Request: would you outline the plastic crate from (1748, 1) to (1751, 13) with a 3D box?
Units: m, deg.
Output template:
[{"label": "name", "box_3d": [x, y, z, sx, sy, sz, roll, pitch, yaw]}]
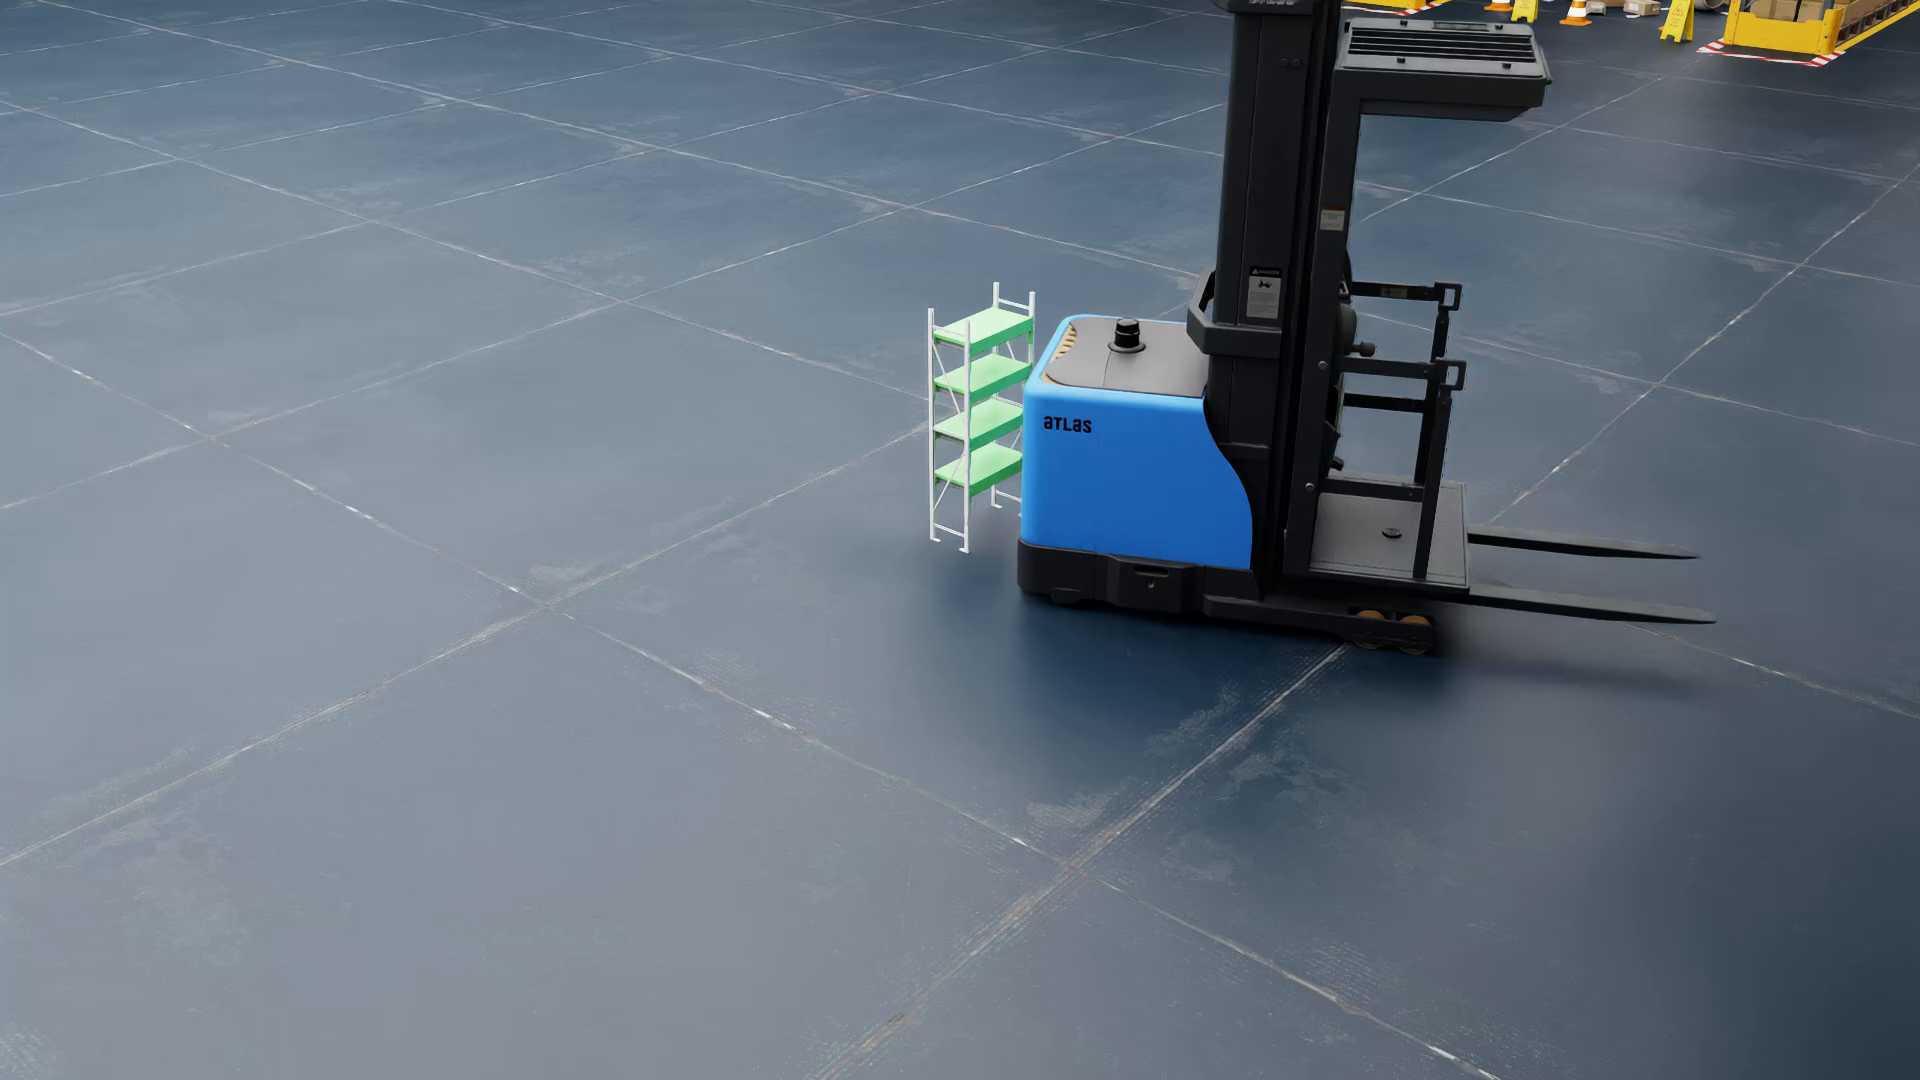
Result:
[{"label": "plastic crate", "box_3d": [10.362, -6.835, 21.375, 0.402, 0.080, 0.583, 9, 29, 17]}]

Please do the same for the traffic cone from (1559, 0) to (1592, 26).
[{"label": "traffic cone", "box_3d": [7.654, -6.637, 20.576, 0.336, 0.463, 0.334, 21, 34, 34]}]

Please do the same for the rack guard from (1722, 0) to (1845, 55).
[{"label": "rack guard", "box_3d": [9.497, -5.947, 19.202, 1.175, 0.500, 0.348, 21, 34, 34]}]

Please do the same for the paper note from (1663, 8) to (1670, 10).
[{"label": "paper note", "box_3d": [9.170, -6.881, 21.530, 0.142, 0.019, 0.148, -15, 31, -27]}]

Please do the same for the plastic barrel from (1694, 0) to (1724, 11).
[{"label": "plastic barrel", "box_3d": [9.595, -7.061, 21.438, 0.421, 0.421, 0.512, -5, 28, -9]}]

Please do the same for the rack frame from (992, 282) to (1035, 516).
[{"label": "rack frame", "box_3d": [0.261, -0.678, 8.255, 0.240, 1.200, 0.015, 21, 34, 34]}]

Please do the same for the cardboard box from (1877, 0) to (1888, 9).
[{"label": "cardboard box", "box_3d": [11.167, -6.755, 20.579, 0.500, 0.250, 0.500, 21, 34, 35]}]

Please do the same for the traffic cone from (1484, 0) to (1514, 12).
[{"label": "traffic cone", "box_3d": [6.999, -7.088, 21.447, 0.336, 0.463, 0.334, 21, 34, 34]}]

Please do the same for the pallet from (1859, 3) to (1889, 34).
[{"label": "pallet", "box_3d": [10.818, -6.527, 20.638, 1.003, 0.211, 1.213, 21, 34, 34]}]

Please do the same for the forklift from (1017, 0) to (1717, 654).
[{"label": "forklift", "box_3d": [1.839, -1.072, 7.132, 3.031, 2.935, 1.130, 7, 28, 12]}]

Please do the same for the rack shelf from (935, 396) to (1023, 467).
[{"label": "rack shelf", "box_3d": [0.105, -0.535, 8.117, 0.258, 0.148, 0.480, 21, 34, 34]}]

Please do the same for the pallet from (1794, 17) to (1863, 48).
[{"label": "pallet", "box_3d": [10.041, -6.097, 19.805, 1.003, 0.211, 1.213, 21, 34, 34]}]

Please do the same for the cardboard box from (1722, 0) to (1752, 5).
[{"label": "cardboard box", "box_3d": [10.262, -7.357, 21.925, 0.500, 0.500, 0.500, -5, 28, -9]}]

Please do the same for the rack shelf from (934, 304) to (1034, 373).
[{"label": "rack shelf", "box_3d": [0.105, -0.961, 7.897, 0.258, 0.148, 0.480, 21, 34, 34]}]

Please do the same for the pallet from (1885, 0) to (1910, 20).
[{"label": "pallet", "box_3d": [11.593, -6.962, 21.477, 1.003, 0.211, 1.213, 21, 34, 34]}]

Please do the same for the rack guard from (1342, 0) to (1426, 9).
[{"label": "rack guard", "box_3d": [5.550, -7.323, 21.861, 1.175, 0.500, 0.348, 21, 34, 34]}]

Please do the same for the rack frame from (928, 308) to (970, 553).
[{"label": "rack frame", "box_3d": [-0.050, -0.505, 7.921, 0.240, 1.200, 0.015, 21, 34, 34]}]

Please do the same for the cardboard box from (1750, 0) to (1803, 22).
[{"label": "cardboard box", "box_3d": [9.771, -6.369, 19.833, 0.500, 0.250, 0.500, 21, 34, 34]}]

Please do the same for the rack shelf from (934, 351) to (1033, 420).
[{"label": "rack shelf", "box_3d": [0.105, -0.748, 8.007, 0.258, 0.148, 0.480, 21, 34, 34]}]

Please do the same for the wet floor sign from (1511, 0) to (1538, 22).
[{"label": "wet floor sign", "box_3d": [7.075, -6.807, 20.705, 0.267, 0.644, 0.232, 15, 31, 26]}]

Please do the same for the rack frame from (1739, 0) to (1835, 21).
[{"label": "rack frame", "box_3d": [9.449, -7.030, 18.576, 1.000, 3.000, 0.127, 21, 34, 34]}]

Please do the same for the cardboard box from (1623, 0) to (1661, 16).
[{"label": "cardboard box", "box_3d": [8.724, -6.819, 21.270, 0.250, 0.149, 0.380, -10, 29, -18]}]

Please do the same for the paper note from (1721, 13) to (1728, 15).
[{"label": "paper note", "box_3d": [9.789, -6.721, 21.208, 0.142, 0.019, 0.148, 9, 29, 17]}]

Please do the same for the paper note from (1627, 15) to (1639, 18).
[{"label": "paper note", "box_3d": [8.514, -6.629, 21.030, 0.148, 0.019, 0.142, 9, 29, 17]}]

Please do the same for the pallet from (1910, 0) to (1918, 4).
[{"label": "pallet", "box_3d": [12.487, -7.487, 22.492, 1.003, 0.211, 1.213, 21, 34, 34]}]

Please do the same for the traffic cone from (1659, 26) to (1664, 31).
[{"label": "traffic cone", "box_3d": [8.727, -6.433, 20.182, 0.336, 0.463, 0.334, 21, 34, 34]}]

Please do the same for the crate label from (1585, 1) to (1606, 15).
[{"label": "crate label", "box_3d": [8.106, -6.789, 21.225, 0.250, 0.136, 0.298, 4, 28, 8]}]

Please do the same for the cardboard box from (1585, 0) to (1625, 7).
[{"label": "cardboard box", "box_3d": [8.613, -7.284, 21.783, 0.797, 0.503, 0.637, 0, 27, 0]}]

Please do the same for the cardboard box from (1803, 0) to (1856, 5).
[{"label": "cardboard box", "box_3d": [10.190, -6.543, 19.352, 0.500, 0.500, 0.500, 19, 33, 33]}]

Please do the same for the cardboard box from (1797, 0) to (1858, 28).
[{"label": "cardboard box", "box_3d": [10.175, -6.201, 19.508, 0.500, 0.250, 0.500, 20, 34, 34]}]

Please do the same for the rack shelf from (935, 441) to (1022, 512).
[{"label": "rack shelf", "box_3d": [0.105, -0.322, 8.227, 0.258, 0.148, 0.480, 21, 34, 34]}]

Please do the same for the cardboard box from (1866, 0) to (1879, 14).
[{"label": "cardboard box", "box_3d": [10.843, -6.577, 20.234, 0.500, 0.250, 0.500, 24, 35, 38]}]

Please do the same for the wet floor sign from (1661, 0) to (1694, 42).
[{"label": "wet floor sign", "box_3d": [8.502, -6.230, 19.591, 0.232, 0.644, 0.267, -15, 31, -27]}]

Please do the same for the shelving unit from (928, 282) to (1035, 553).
[{"label": "shelving unit", "box_3d": [0.105, -0.592, 8.088, 0.258, 1.200, 0.503, 21, 34, 34]}]

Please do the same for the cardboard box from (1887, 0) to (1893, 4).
[{"label": "cardboard box", "box_3d": [11.494, -6.934, 20.925, 0.500, 0.250, 0.500, 20, 33, 33]}]

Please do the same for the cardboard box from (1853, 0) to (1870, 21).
[{"label": "cardboard box", "box_3d": [10.506, -6.380, 19.853, 0.500, 0.250, 0.500, 22, 35, 36]}]
